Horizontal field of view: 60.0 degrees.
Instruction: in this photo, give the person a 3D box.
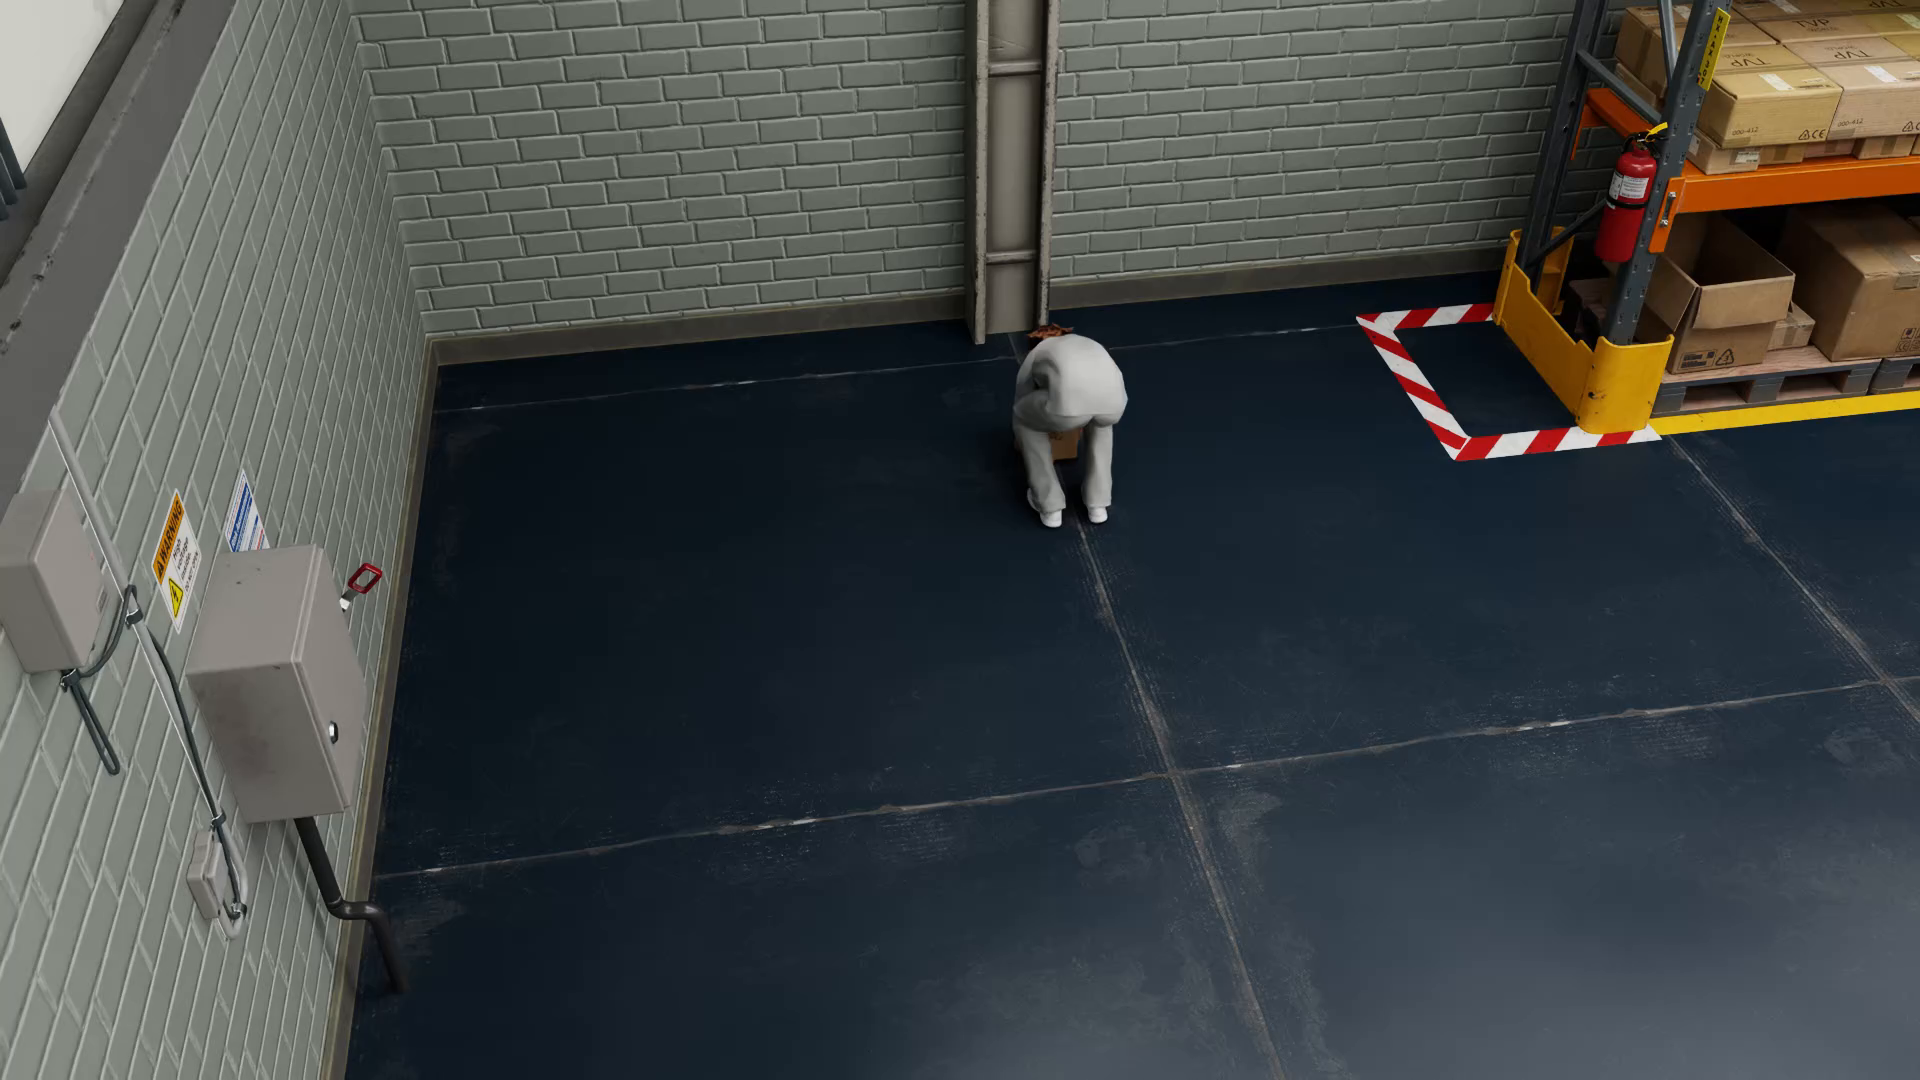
[{"bbox_3d":[0.469,-0.579,7.519,0.474,0.866,0.850,-8,39,-10],"label":"person"}]
